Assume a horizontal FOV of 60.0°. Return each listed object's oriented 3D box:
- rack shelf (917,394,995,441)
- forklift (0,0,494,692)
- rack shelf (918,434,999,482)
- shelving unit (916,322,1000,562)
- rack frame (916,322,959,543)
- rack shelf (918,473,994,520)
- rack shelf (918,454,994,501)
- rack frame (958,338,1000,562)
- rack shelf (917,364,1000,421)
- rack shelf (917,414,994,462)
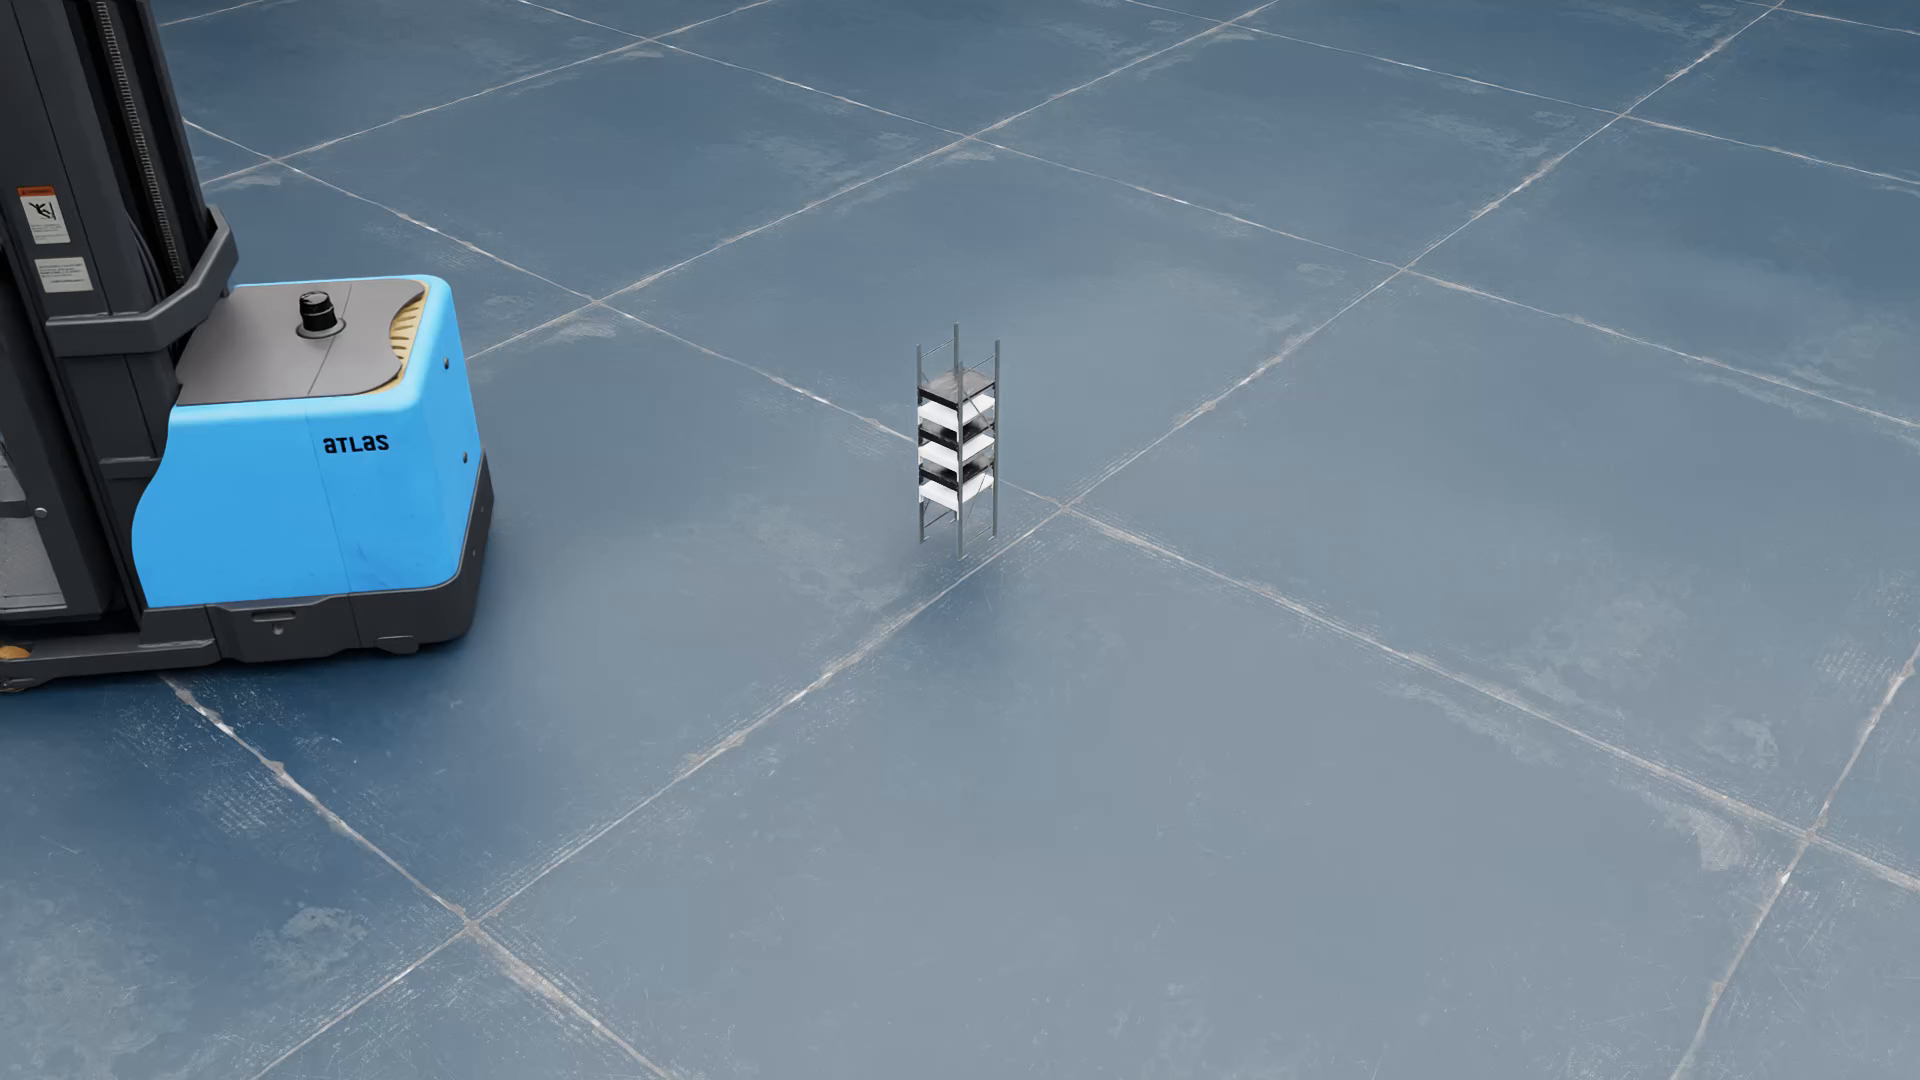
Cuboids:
[{"bbox_3d":[-0.006,-0.495,6.417,0.200,0.077,0.258,25,42,32],"label":"rack shelf"},{"bbox_3d":[-3.370,-0.967,5.569,3.031,2.935,1.130,-4,35,-6],"label":"forklift"},{"bbox_3d":[-0.006,-0.346,6.518,0.200,0.077,0.258,25,42,32],"label":"rack shelf"},{"bbox_3d":[-0.006,-0.374,6.500,0.210,0.900,0.258,25,42,32],"label":"shelving unit"},{"bbox_3d":[-0.084,-0.411,6.553,0.006,0.900,0.240,25,42,32],"label":"rack frame"},{"bbox_3d":[-0.006,-0.198,6.620,0.200,0.077,0.258,25,42,32],"label":"rack shelf"},{"bbox_3d":[-0.006,-0.272,6.569,0.200,0.077,0.258,25,42,32],"label":"rack shelf"},{"bbox_3d":[0.072,-0.337,6.446,0.006,0.900,0.240,25,42,32],"label":"rack frame"},{"bbox_3d":[-0.006,-0.569,6.366,0.200,0.077,0.258,25,42,32],"label":"rack shelf"},{"bbox_3d":[-0.006,-0.421,6.467,0.200,0.077,0.258,25,42,32],"label":"rack shelf"}]
